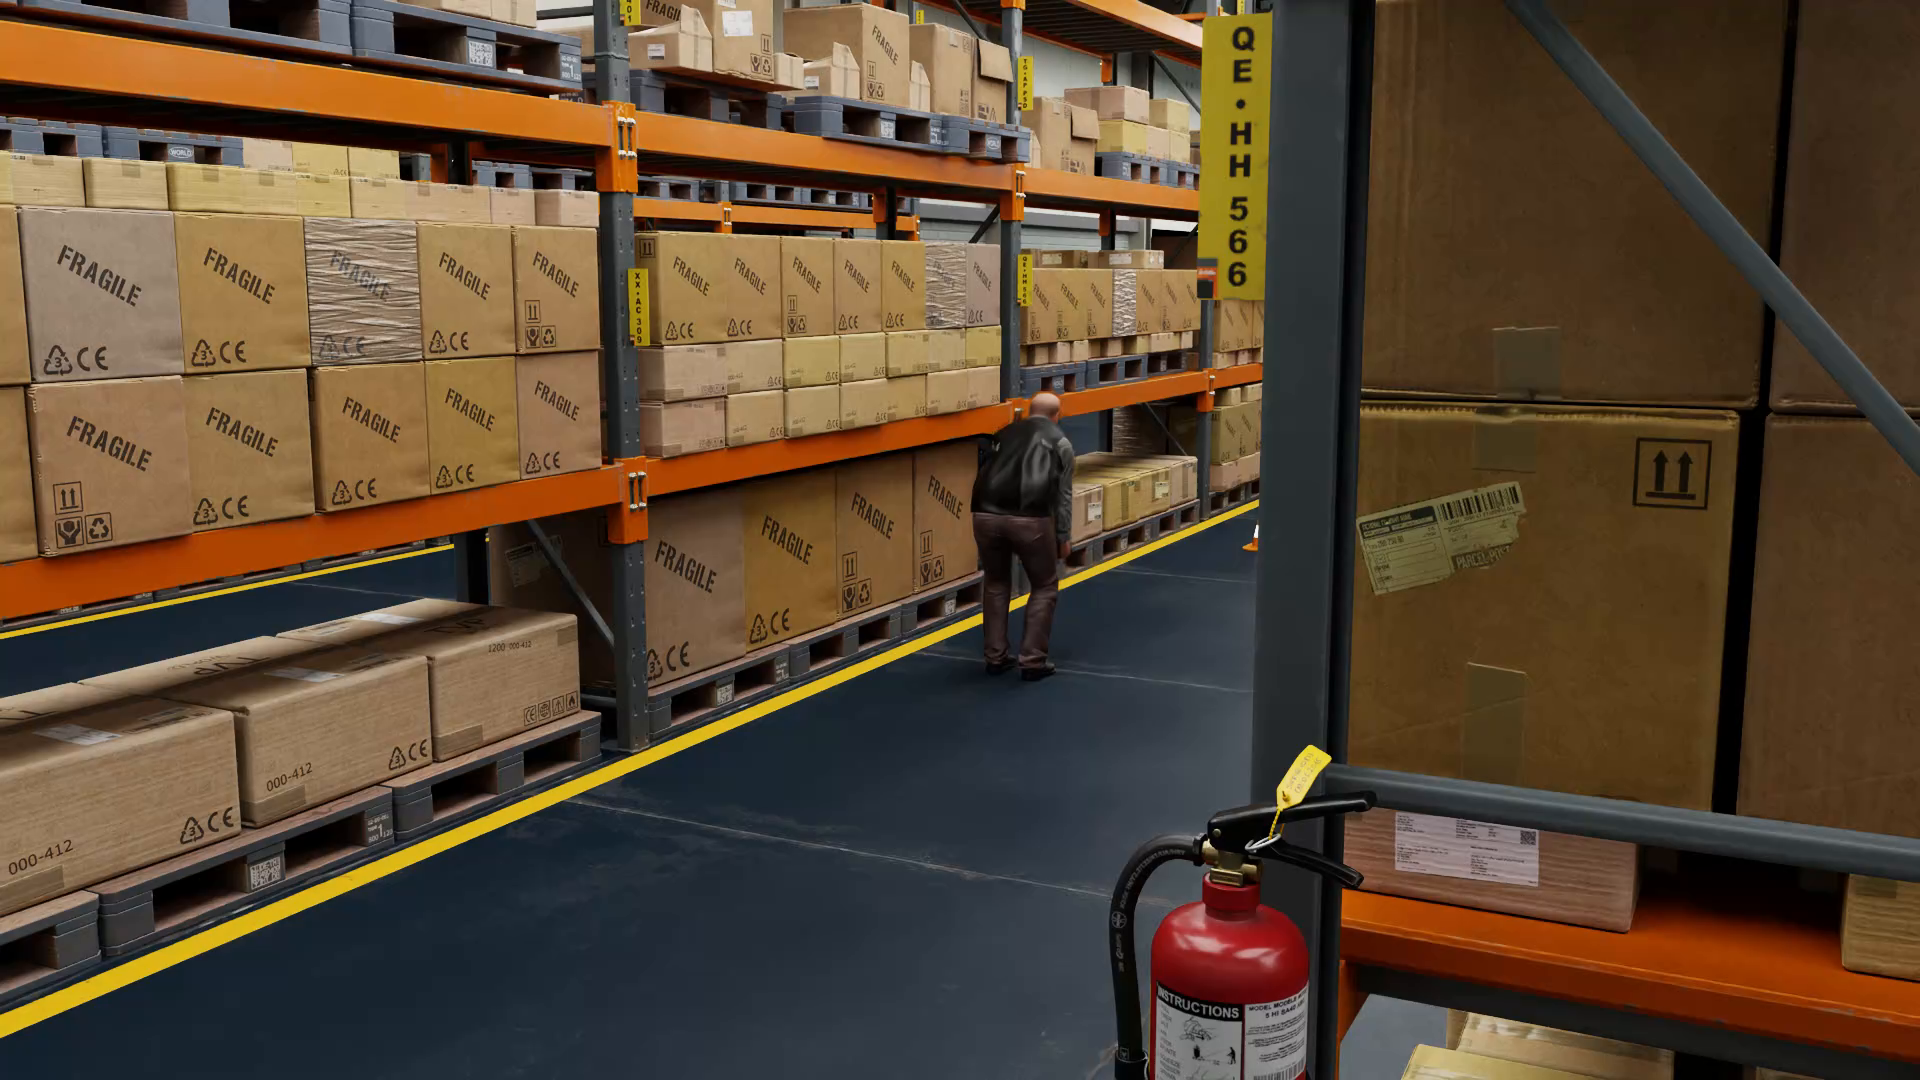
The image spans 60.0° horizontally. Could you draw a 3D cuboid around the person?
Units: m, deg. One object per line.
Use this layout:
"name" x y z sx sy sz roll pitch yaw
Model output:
"person" 0.351 0.019 8.963 0.472 1.370 0.796 4 10 24
